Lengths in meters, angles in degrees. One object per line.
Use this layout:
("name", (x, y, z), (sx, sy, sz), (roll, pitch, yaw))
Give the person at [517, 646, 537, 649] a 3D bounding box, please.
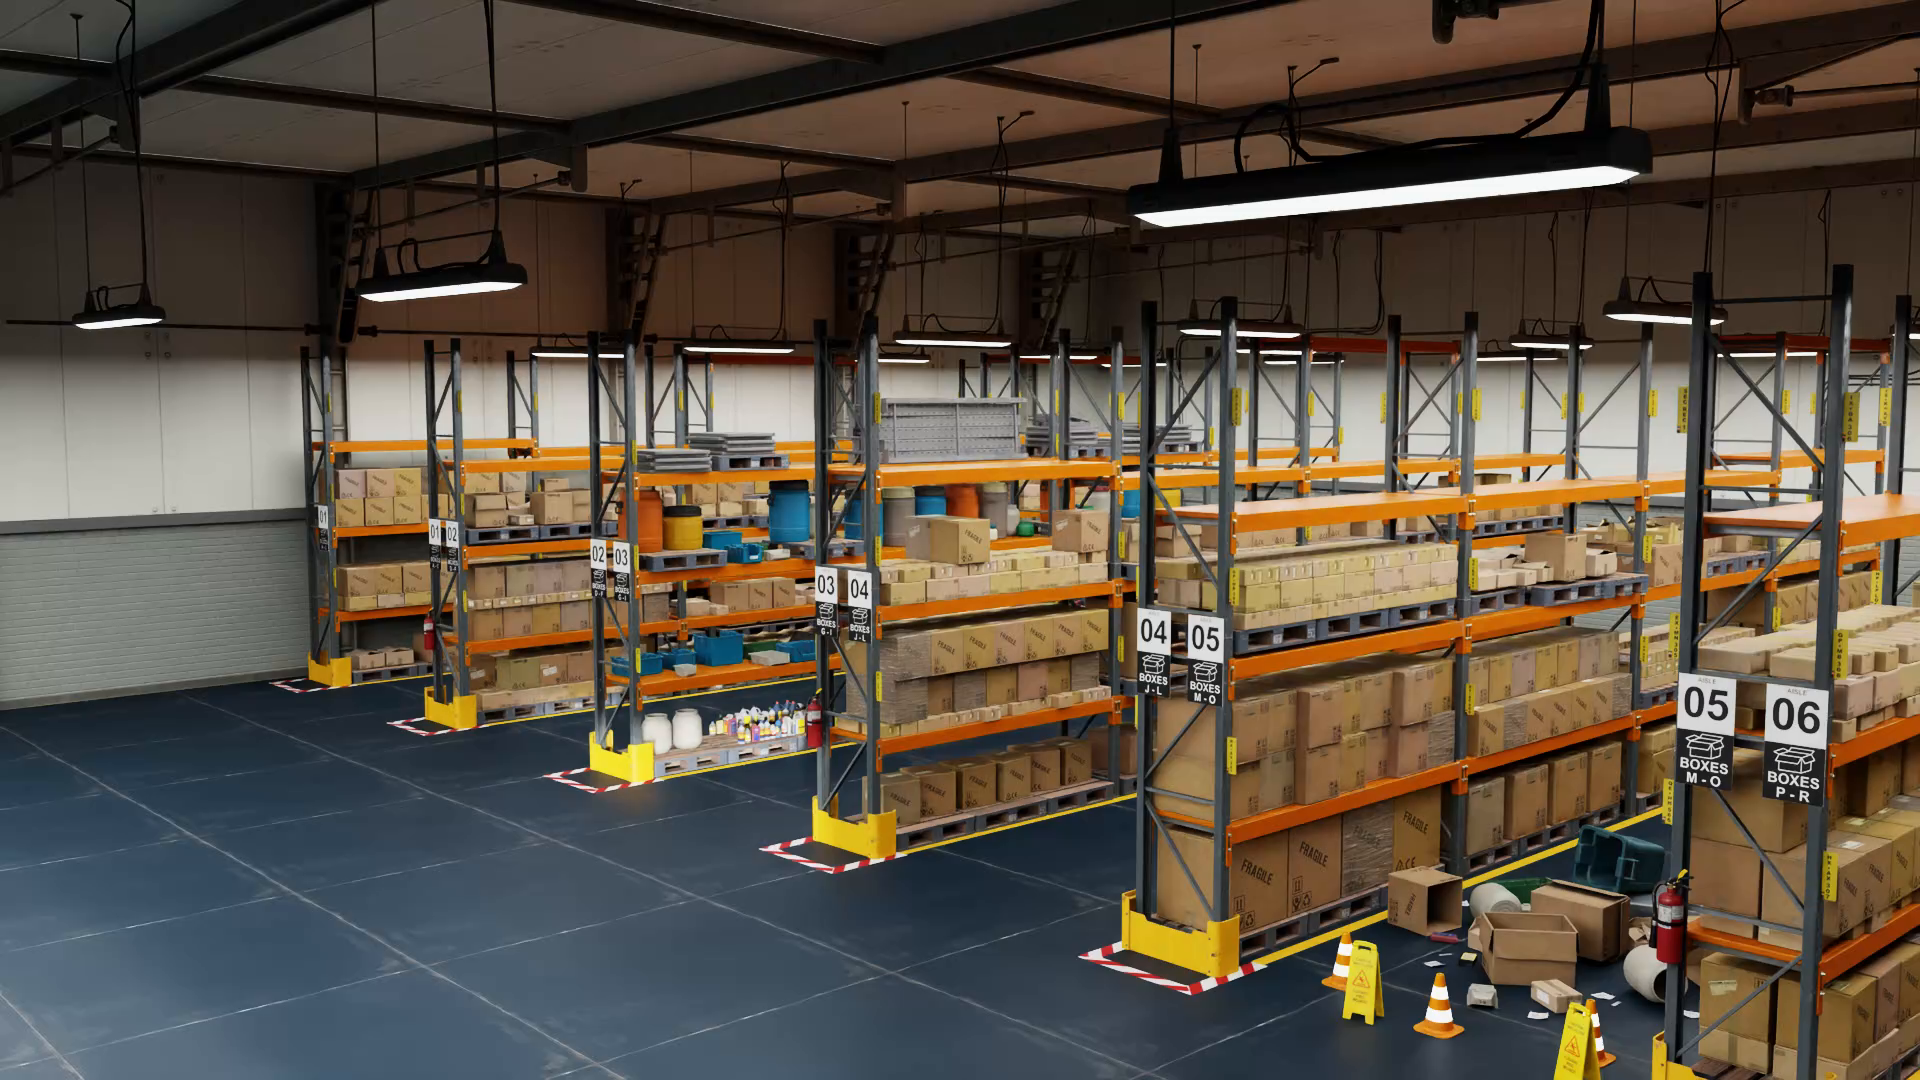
("person", (-7.516, 1.749, 28.830), (0.563, 1.801, 0.668), (3, 6, 31))
